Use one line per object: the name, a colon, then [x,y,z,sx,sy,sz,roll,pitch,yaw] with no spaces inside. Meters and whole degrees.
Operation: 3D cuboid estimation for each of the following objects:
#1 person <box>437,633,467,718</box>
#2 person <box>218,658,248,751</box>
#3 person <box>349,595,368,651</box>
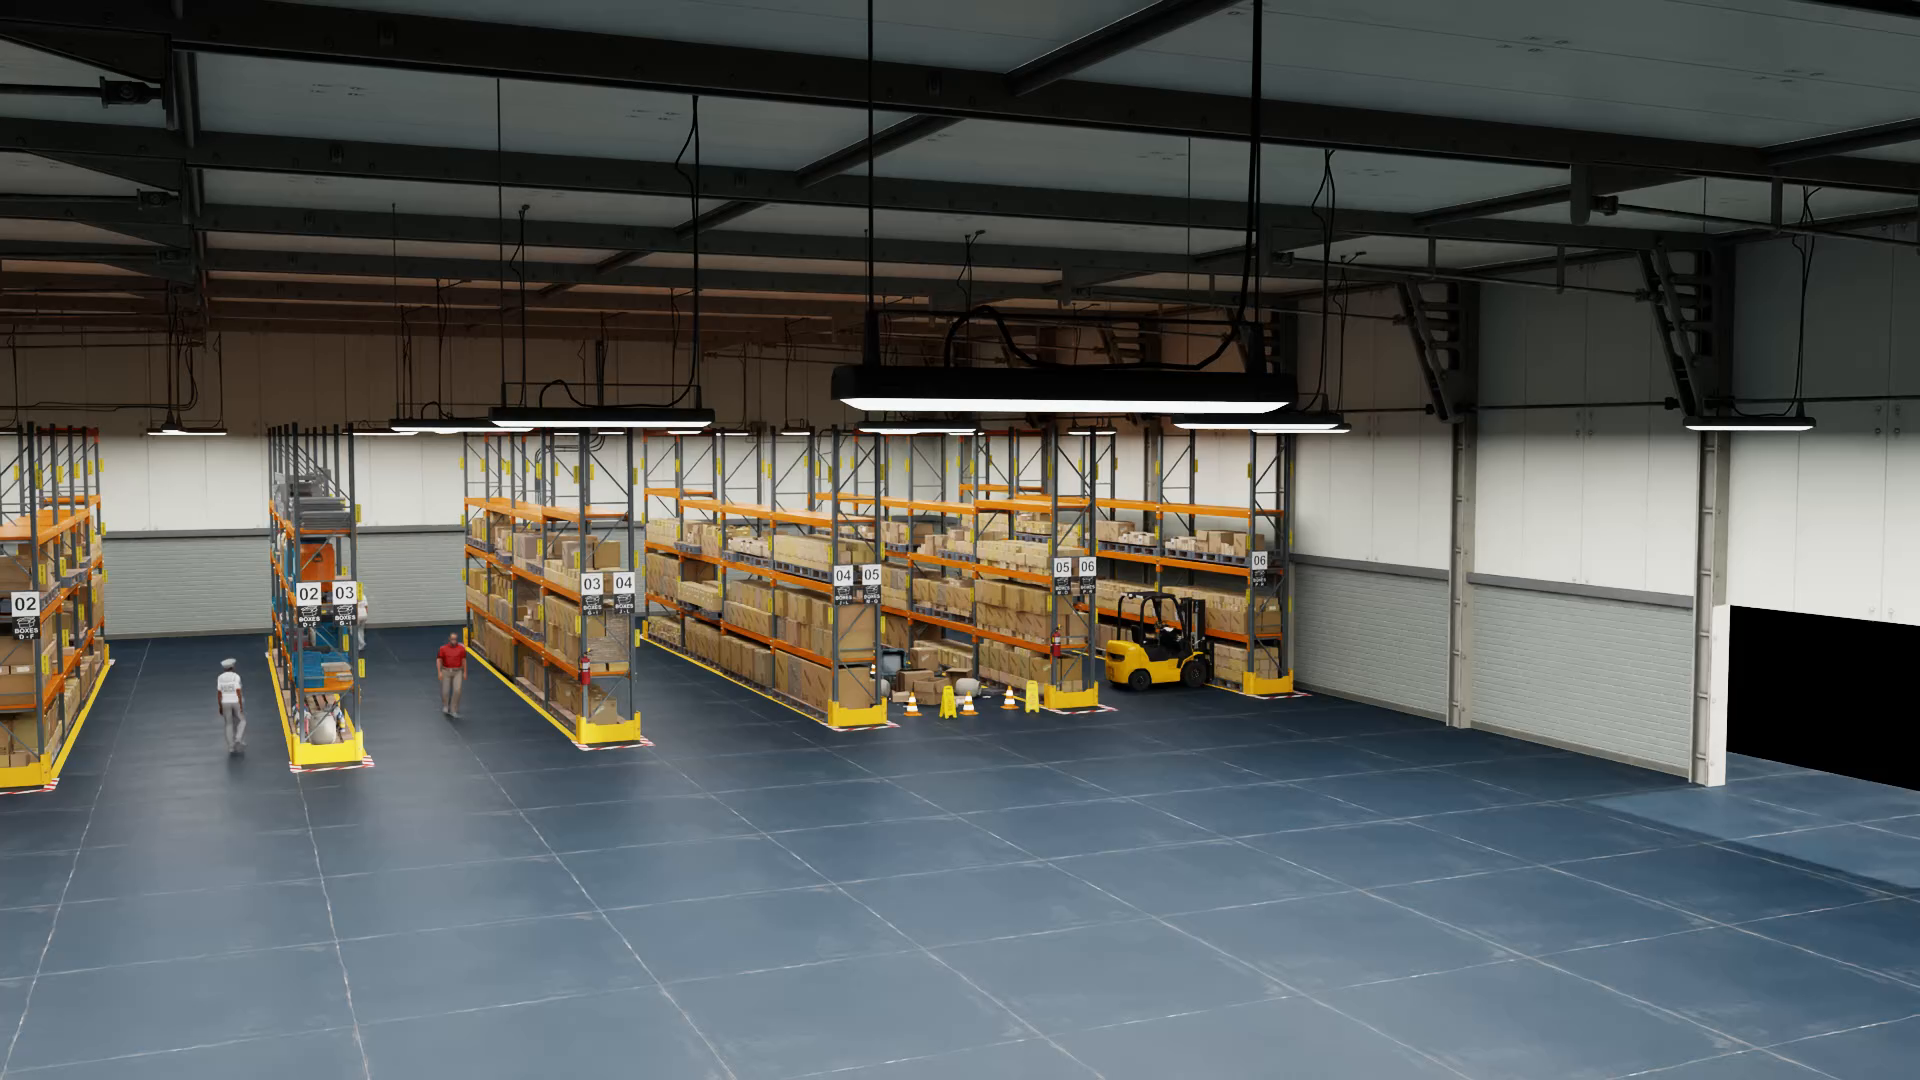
person: [-10.499,2.798,34.385,0.616,1.757,0.682,-2,4,-28]
person: [-13.327,3.018,30.462,0.505,1.672,0.486,-1,4,-16]
person: [-16.229,2.109,44.985,0.533,1.786,0.590,1,4,20]
